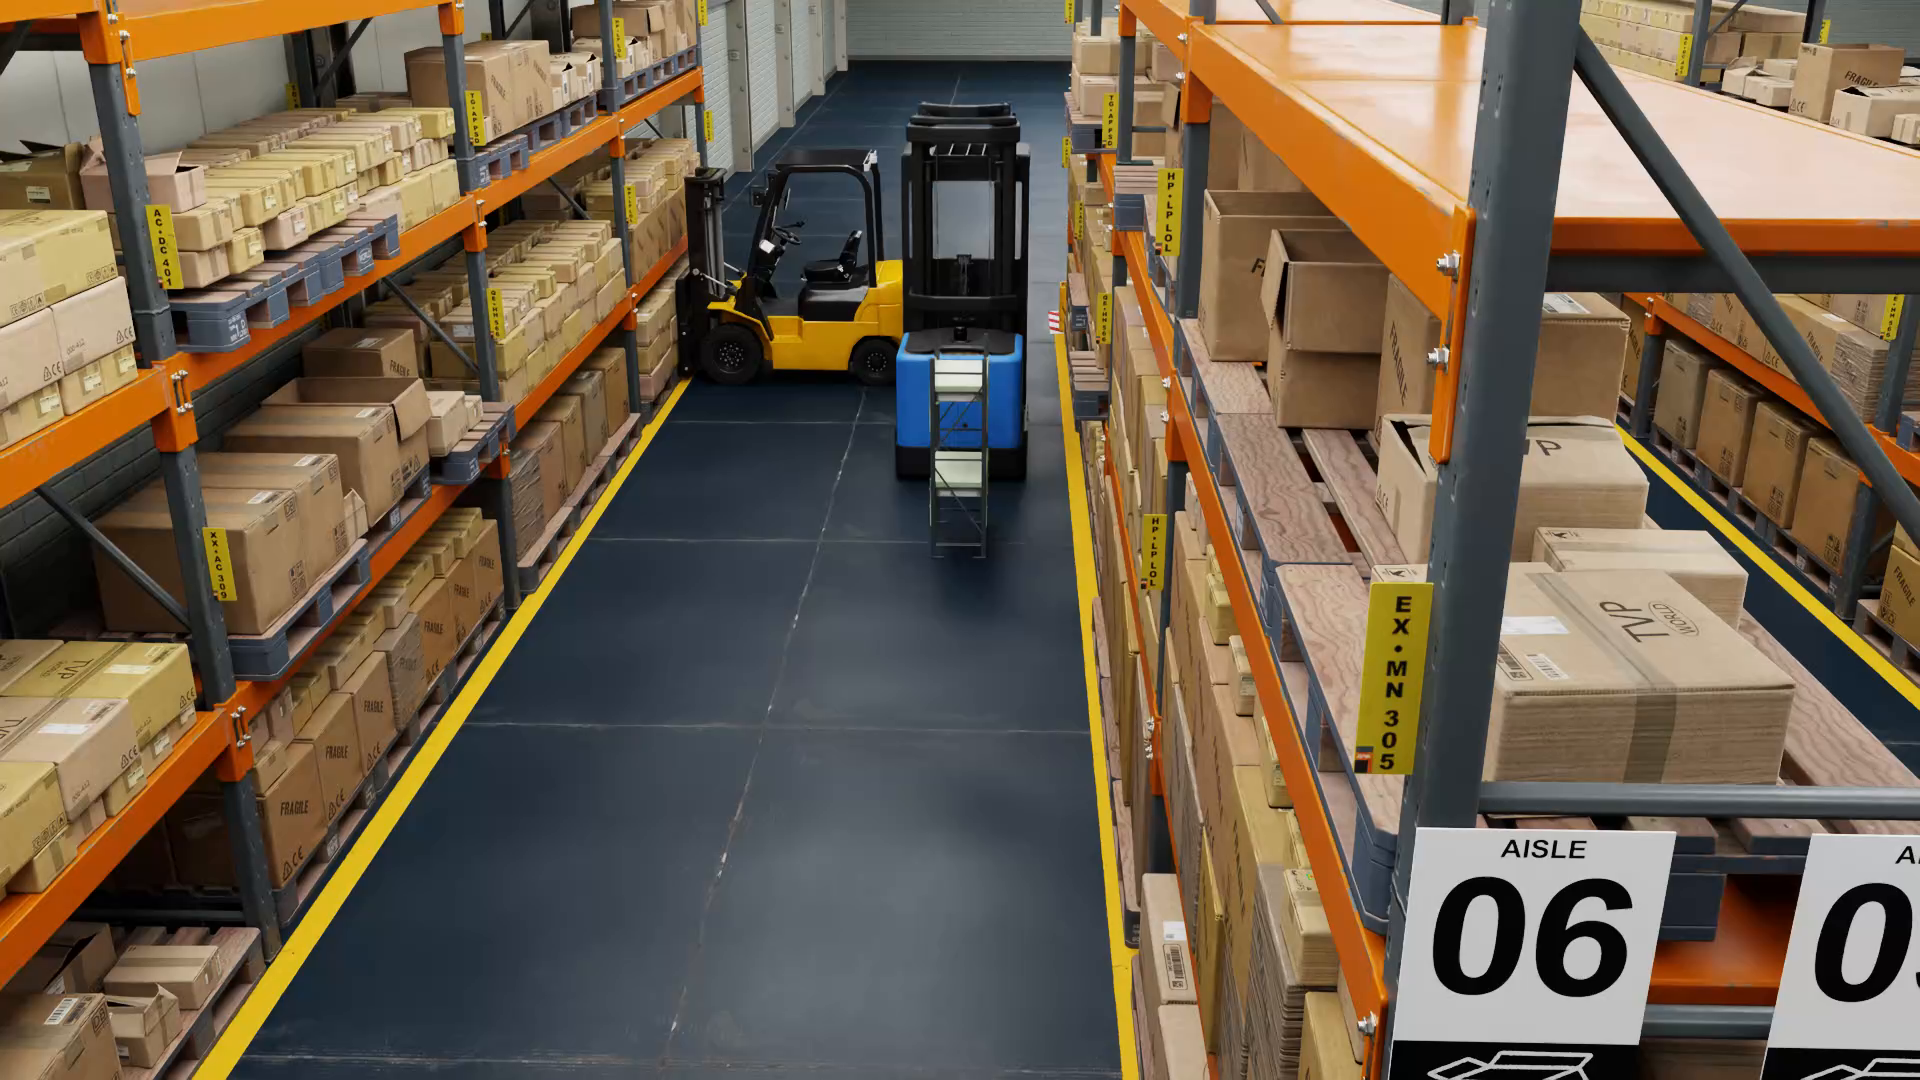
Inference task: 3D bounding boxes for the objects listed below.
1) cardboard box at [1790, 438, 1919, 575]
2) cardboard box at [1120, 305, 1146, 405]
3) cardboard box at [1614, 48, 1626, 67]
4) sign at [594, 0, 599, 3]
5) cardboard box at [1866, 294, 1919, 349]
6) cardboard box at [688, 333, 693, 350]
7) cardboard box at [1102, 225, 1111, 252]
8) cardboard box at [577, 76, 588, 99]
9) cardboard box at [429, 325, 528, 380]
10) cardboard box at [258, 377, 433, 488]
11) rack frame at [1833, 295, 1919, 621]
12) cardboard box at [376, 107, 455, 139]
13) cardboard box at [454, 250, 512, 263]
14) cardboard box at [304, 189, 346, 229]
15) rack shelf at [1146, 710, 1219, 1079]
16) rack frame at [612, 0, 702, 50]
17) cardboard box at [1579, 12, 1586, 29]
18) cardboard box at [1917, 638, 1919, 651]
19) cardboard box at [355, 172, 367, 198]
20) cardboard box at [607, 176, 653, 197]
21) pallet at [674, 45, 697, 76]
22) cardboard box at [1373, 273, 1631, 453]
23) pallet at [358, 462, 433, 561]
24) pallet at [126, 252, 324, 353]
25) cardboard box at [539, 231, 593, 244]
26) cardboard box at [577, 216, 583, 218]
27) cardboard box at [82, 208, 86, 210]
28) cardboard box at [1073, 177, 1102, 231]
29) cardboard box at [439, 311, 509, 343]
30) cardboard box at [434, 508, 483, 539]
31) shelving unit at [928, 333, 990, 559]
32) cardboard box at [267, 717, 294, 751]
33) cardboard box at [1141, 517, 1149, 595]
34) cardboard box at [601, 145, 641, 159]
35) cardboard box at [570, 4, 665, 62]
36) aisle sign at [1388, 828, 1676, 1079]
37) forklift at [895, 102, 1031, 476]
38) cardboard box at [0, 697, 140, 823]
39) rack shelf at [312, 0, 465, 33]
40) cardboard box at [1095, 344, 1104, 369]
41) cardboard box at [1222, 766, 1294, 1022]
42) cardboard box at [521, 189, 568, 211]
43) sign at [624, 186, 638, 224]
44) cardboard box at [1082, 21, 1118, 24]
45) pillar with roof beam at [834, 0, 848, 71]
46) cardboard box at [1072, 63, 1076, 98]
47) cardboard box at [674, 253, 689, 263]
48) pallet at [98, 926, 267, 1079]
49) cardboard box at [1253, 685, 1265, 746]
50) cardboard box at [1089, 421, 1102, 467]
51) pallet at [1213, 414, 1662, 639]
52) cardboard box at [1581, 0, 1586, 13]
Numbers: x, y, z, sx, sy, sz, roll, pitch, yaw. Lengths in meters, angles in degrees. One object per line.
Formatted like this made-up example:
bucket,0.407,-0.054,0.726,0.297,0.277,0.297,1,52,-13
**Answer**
cardboard box,6.514,-0.239,11.527,1.050,0.750,0.750,0,21,1
cardboard box,1.190,-1.048,9.563,0.500,0.500,0.500,1,21,2
cardboard box,6.256,-4.438,15.303,0.380,0.149,0.250,0,21,1
sign,-3.818,-5.687,17.576,0.100,0.325,0.005,1,21,2
cardboard box,6.429,-1.548,10.850,0.700,0.500,0.500,1,21,1
cardboard box,-3.004,-2.028,16.830,0.500,0.250,0.500,1,21,3
cardboard box,1.223,-2.169,11.945,0.380,0.149,0.250,0,21,-1
cardboard box,-3.115,-3.513,12.918,0.380,0.149,0.250,1,21,1
cardboard box,-3.224,-1.264,11.157,0.500,0.250,0.500,1,21,2
cardboard box,-3.371,-0.596,9.194,0.797,0.503,0.637,0,21,0
rack frame,6.406,-0.873,10.631,1.000,3.000,0.127,1,21,2
cardboard box,-3.221,-2.469,9.845,0.380,0.149,0.250,1,21,3
cardboard box,-3.701,-2.154,12.899,0.380,0.149,0.250,0,21,1
cardboard box,-3.176,-1.586,7.951,0.380,0.149,0.250,1,21,3
rack shelf,1.273,1.614,5.217,1.077,0.370,4.000,1,21,2
rack frame,-3.263,-6.633,17.184,1.000,3.000,0.127,1,21,2
cardboard box,6.364,-5.120,16.507,0.500,0.250,0.500,0,21,1
cardboard box,6.118,0.532,9.887,0.500,0.500,0.500,1,21,2
cardboard box,-3.342,-1.862,8.692,0.380,0.149,0.250,1,21,3
cardboard box,-3.052,-3.270,15.363,0.380,0.149,0.250,1,21,3
pallet,-3.311,-4.938,17.085,1.003,0.211,1.213,1,21,2
cardboard box,1.423,-0.413,4.442,0.500,0.500,0.500,1,21,3
pallet,-3.561,-0.151,9.037,1.003,0.211,1.213,1,21,2
pallet,-3.538,-1.043,7.184,1.213,0.211,1.003,1,21,2
cardboard box,-3.223,-2.432,13.615,0.380,0.149,0.250,1,21,2
cardboard box,-3.622,-2.782,15.415,0.500,0.500,0.500,1,21,2
cardboard box,-3.736,-1.270,6.725,0.380,0.149,0.250,0,21,1
cardboard box,1.373,-3.245,16.195,0.500,0.500,0.500,0,21,1
cardboard box,-3.202,-1.405,10.968,0.380,0.149,0.250,1,21,3
cardboard box,-3.268,-0.095,10.606,0.380,0.149,0.250,0,21,-1
shelving unit,0.000,-0.702,12.264,0.431,1.500,0.755,1,21,2
cardboard box,-3.420,0.942,7.933,0.380,0.149,0.250,0,21,0
cardboard box,1.112,0.050,7.770,0.500,0.250,0.500,1,21,3
cardboard box,-3.522,-4.015,17.284,0.380,0.149,0.250,1,21,3
cardboard box,-3.220,-4.782,15.699,0.797,0.503,0.637,1,21,3
aisle sign,0.900,0.813,2.694,0.394,0.787,0.004,1,21,2
forklift,0.057,-2.378,14.607,1.130,2.935,3.031,1,21,3
cardboard box,-3.400,0.802,6.112,0.500,0.250,0.500,1,21,2
rack shelf,-3.446,-3.942,11.796,1.077,0.370,4.000,1,21,2
cardboard box,1.129,-1.280,11.447,0.380,0.149,0.250,0,21,1
cardboard box,0.993,0.944,4.428,0.500,0.500,0.500,1,21,1
cardboard box,-3.677,-2.997,14.659,0.380,0.149,0.250,1,21,2
sign,-2.842,-2.891,14.341,0.100,0.325,0.005,1,21,2
cardboard box,1.423,-5.129,16.699,0.380,0.149,0.250,1,21,2
pillar with roof beam,1.030,-17.191,44.395,9.100,9.000,0.400,1,21,2
cardboard box,1.158,-3.654,13.280,0.500,0.250,0.500,0,21,0
cardboard box,-2.975,-2.862,17.596,0.500,0.250,0.500,1,21,3
pallet,-3.650,2.051,6.952,1.003,0.211,1.213,1,21,2
cardboard box,1.033,0.498,4.681,0.380,0.149,0.250,1,21,3
cardboard box,1.545,-0.858,13.645,0.950,0.372,0.625,2,21,5
pallet,1.258,-0.066,4.528,1.003,0.211,1.213,1,21,2
cardboard box,6.296,-5.269,16.341,0.380,0.149,0.250,1,21,2
